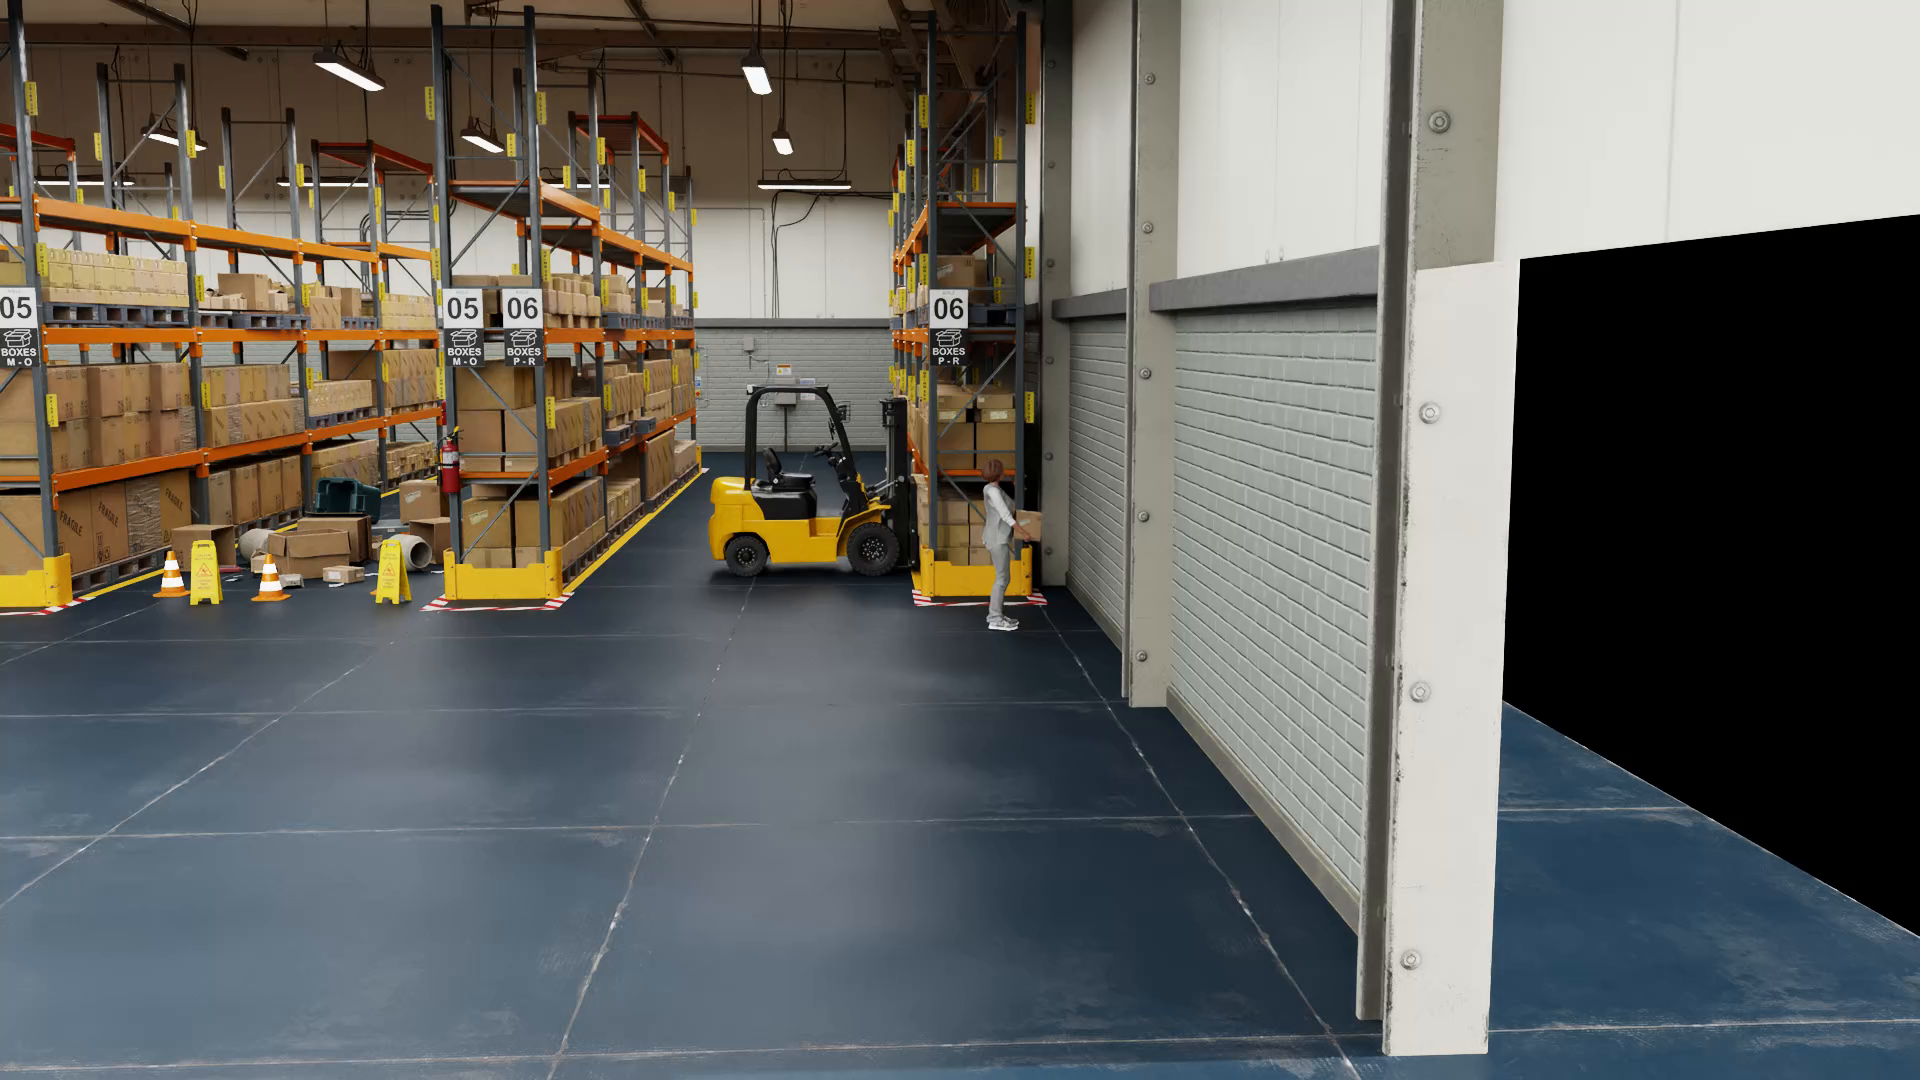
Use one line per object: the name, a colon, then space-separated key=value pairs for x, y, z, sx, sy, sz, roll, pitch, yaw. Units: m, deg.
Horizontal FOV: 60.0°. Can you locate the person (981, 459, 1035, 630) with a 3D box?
person: x=0.443 y=0.037 z=15.525 sx=0.495 sy=1.590 sz=0.405 roll=0 pitch=7 yaw=-3
